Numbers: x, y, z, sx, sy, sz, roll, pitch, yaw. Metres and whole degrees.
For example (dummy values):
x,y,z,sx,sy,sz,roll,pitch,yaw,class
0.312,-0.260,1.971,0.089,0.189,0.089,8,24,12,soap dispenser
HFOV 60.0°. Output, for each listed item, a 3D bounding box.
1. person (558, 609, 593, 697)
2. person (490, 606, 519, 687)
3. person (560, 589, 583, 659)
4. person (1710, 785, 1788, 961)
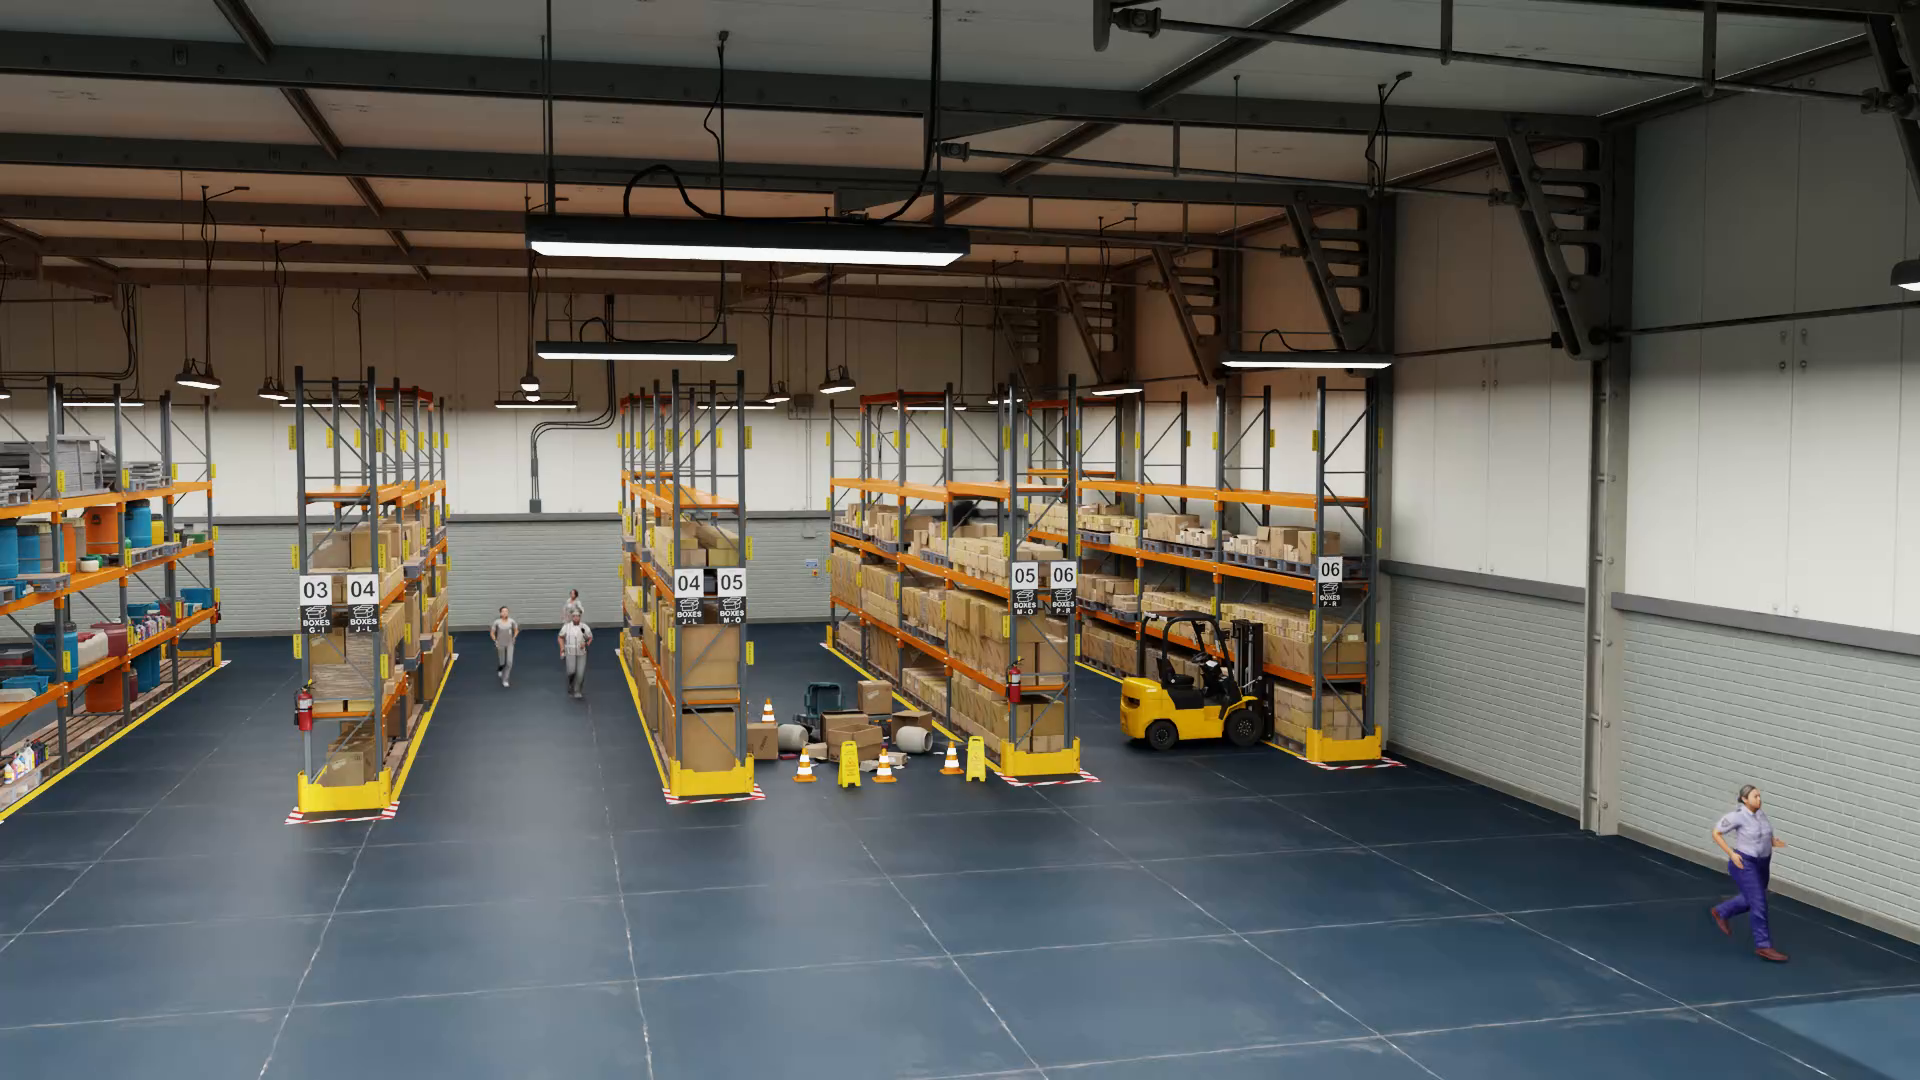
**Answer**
x,y,z,sx,sy,sz,roll,pitch,yaw,class
-7.460,2.205,32.320,0.665,1.730,0.586,-1,4,-15,person
-9.320,2.163,34.064,0.565,1.629,0.633,-1,4,-24,person
-8.957,1.927,38.463,0.557,1.592,0.746,1,3,11,person
7.720,3.209,16.270,0.613,1.612,0.899,-2,4,-30,person
